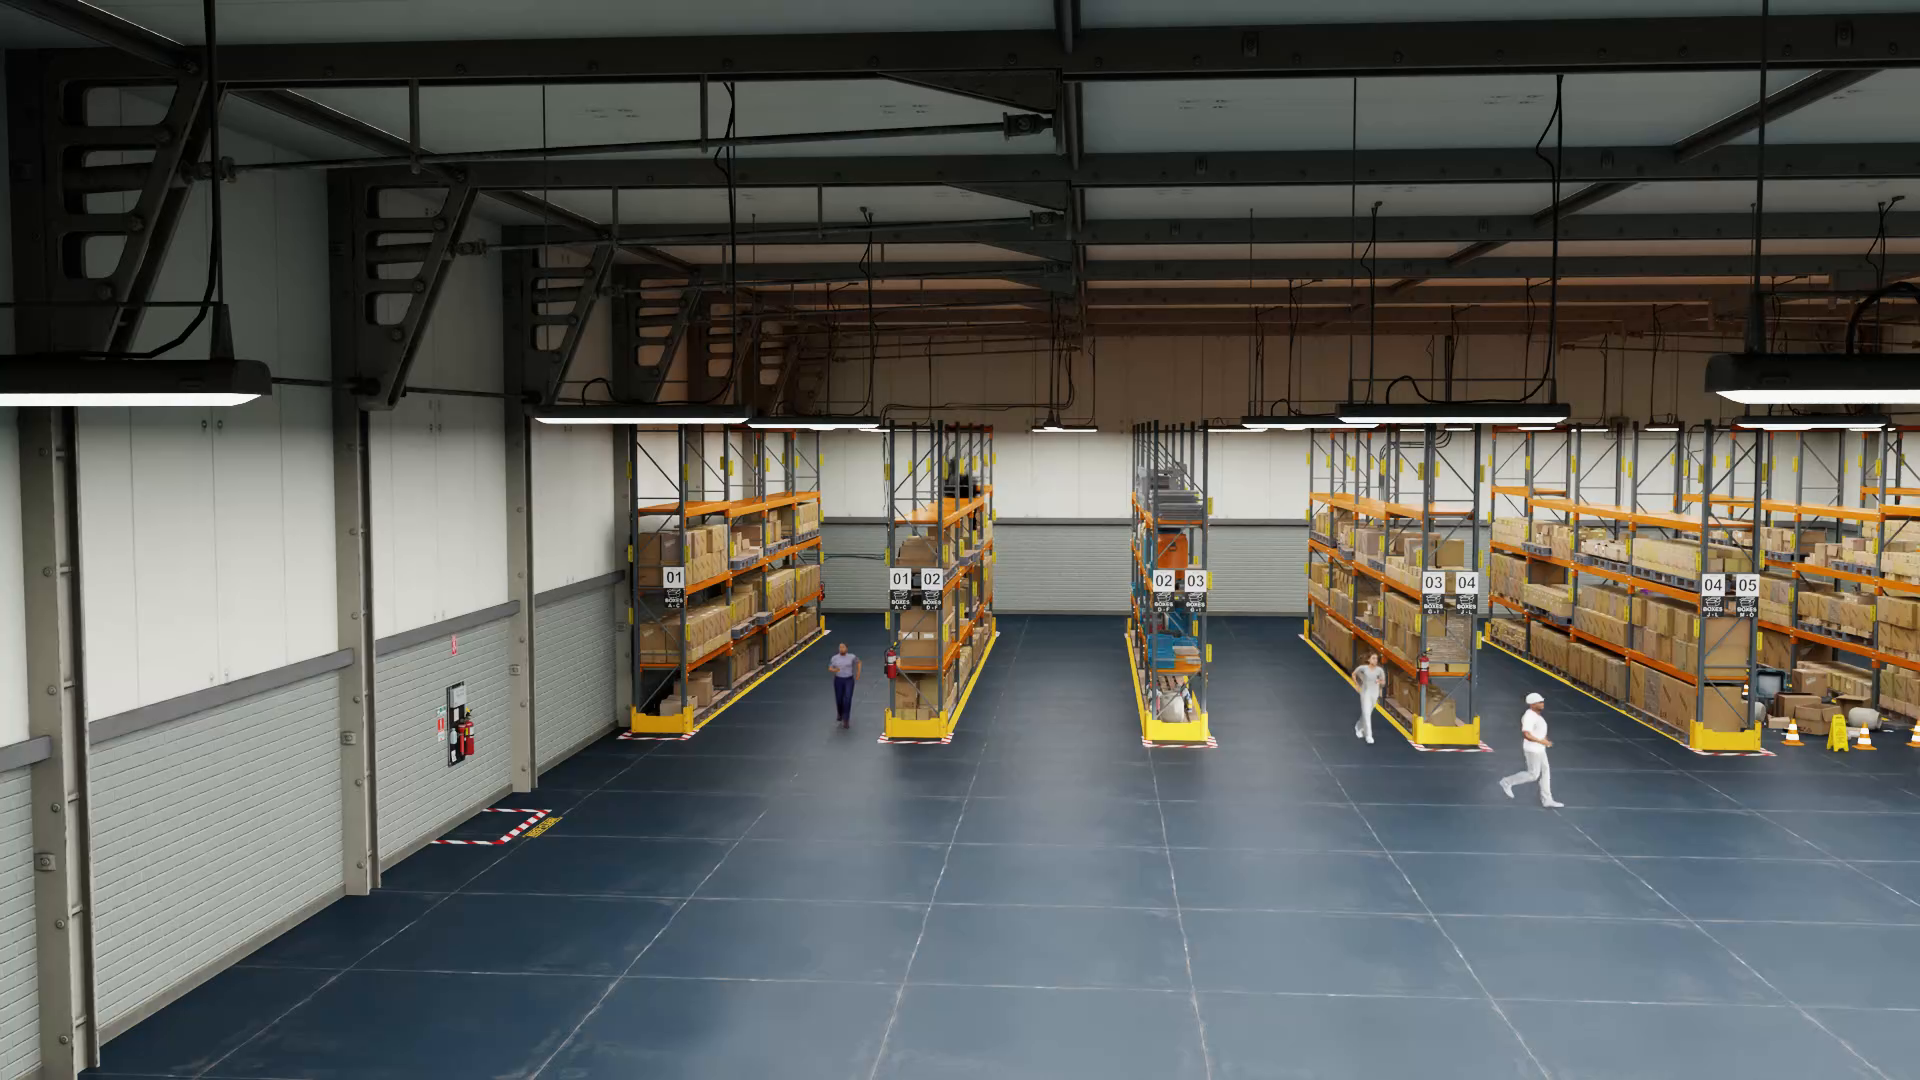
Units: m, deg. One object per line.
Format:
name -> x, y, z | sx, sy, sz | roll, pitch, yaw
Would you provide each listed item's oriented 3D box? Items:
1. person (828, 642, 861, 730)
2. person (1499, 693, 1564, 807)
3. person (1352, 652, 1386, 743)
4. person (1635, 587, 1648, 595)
person -> -2.286, 2.840, 32.706 | 0.609, 1.636, 0.957 | 0, 4, 4
person -> 8.814, 3.228, 25.585 | 0.948, 1.753, 0.698 | 2, 4, 29
person -> 7.616, 2.889, 30.810 | 0.573, 1.648, 1.039 | -1, 4, -10
person -> 19.399, 1.871, 47.207 | 0.880, 1.812, 0.606 | 0, 4, -6
